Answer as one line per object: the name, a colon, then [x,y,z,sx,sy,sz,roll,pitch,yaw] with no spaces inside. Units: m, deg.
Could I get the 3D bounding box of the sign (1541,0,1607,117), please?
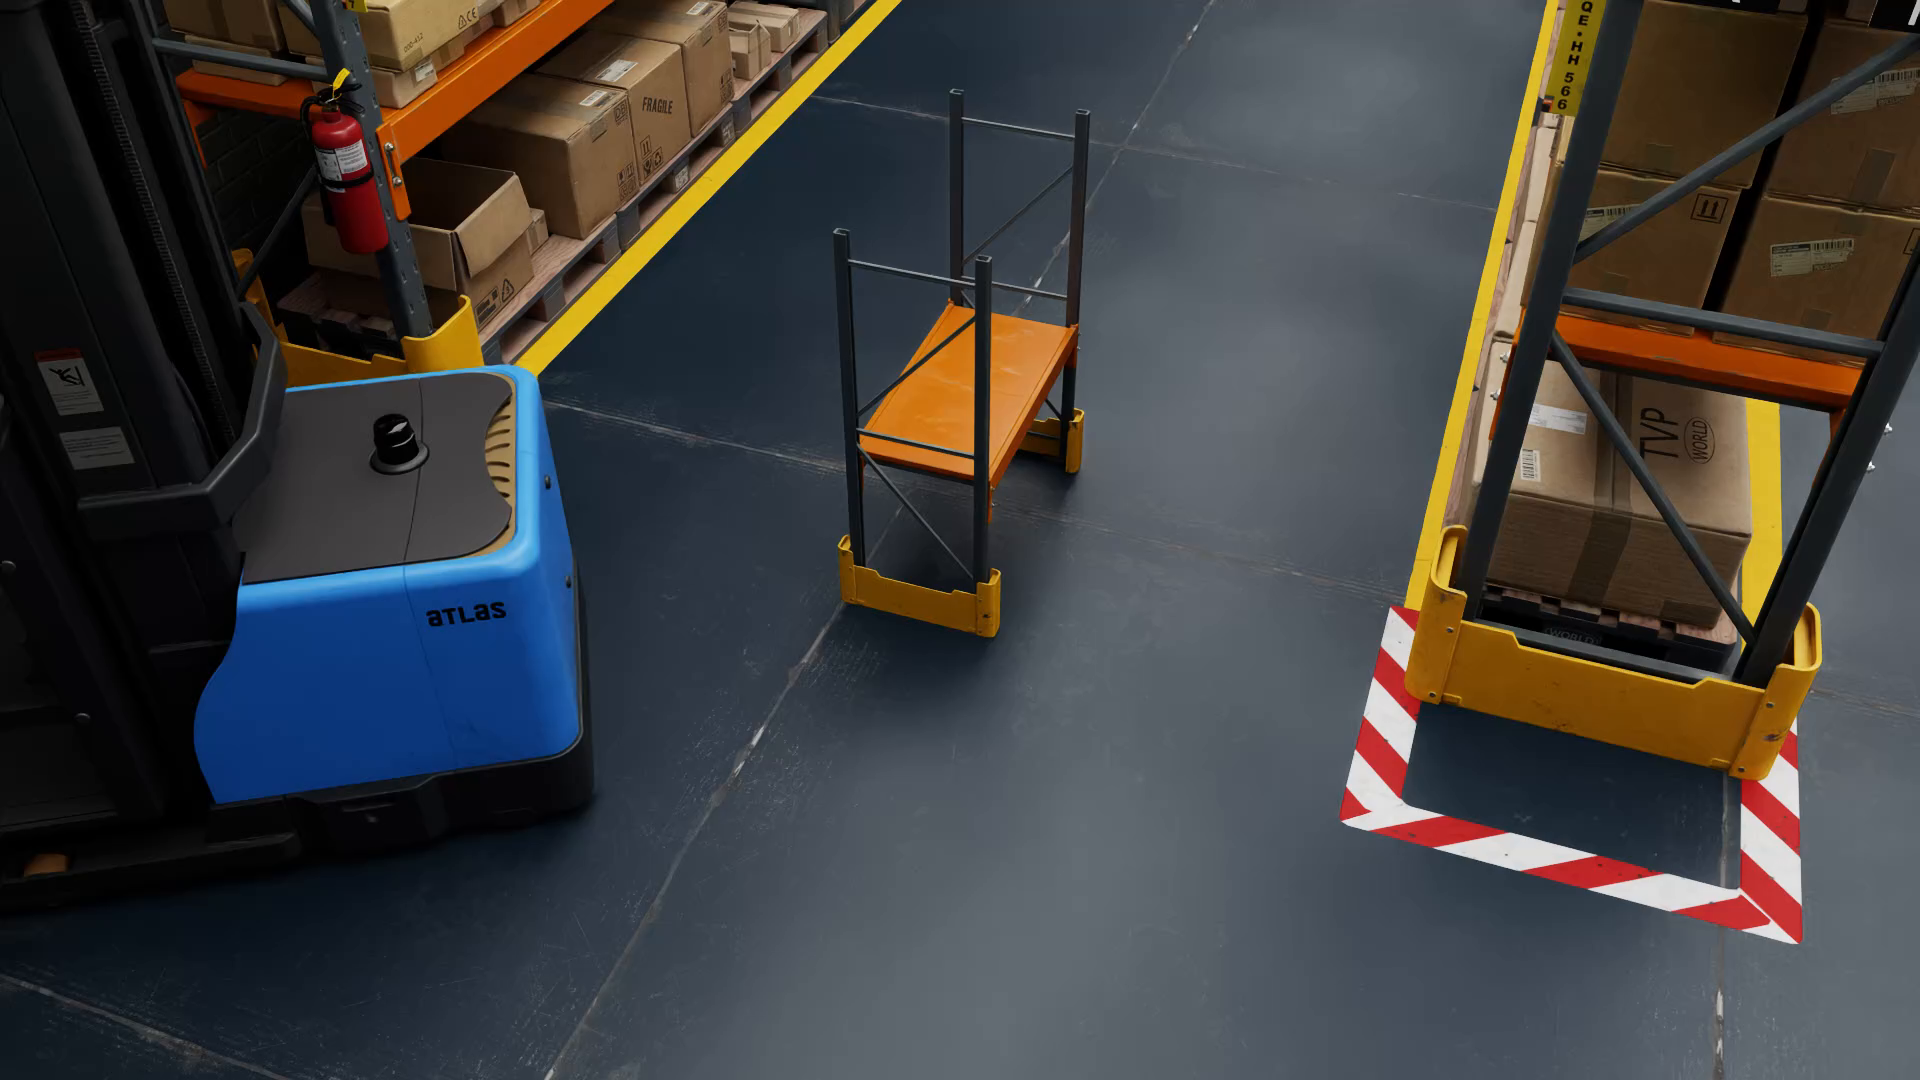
sign: [1.606,-1.263,4.345,0.100,0.325,0.005,13,42,15]

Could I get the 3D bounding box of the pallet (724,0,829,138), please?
pallet: [-1.423,-2.663,9.209,1.003,0.211,1.213,13,42,15]

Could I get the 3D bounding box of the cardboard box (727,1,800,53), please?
cardboard box: [-1.101,-2.813,9.109,0.380,0.149,0.250,12,42,14]

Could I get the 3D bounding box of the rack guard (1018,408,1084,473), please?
rack guard: [0.196,-0.445,6.579,0.587,0.250,0.087,13,42,15]

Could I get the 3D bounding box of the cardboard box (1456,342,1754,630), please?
cardboard box: [2.243,-0.213,5.839,0.875,0.438,0.875,12,42,14]

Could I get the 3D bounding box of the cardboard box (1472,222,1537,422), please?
cardboard box: [2.548,-0.773,6.496,0.875,0.438,0.875,14,43,16]

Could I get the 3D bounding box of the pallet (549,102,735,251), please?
pallet: [-1.838,-1.916,8.334,1.003,0.211,1.213,13,42,15]

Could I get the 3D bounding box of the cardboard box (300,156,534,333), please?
cardboard box: [-2.257,-1.265,7.021,0.797,0.503,0.637,12,42,13]

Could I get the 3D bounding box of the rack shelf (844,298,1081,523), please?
rack shelf: [0.029,-0.486,5.941,0.538,0.185,1.000,13,42,15]

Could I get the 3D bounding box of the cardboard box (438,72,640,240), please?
cardboard box: [-1.928,-1.776,7.623,0.700,0.500,0.500,15,43,17]

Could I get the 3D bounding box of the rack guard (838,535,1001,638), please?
rack guard: [-0.144,0.162,5.867,0.587,0.250,0.087,13,42,15]

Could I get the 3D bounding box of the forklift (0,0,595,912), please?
forklift: [-2.721,-0.372,4.428,3.031,2.935,1.130,-7,41,-9]

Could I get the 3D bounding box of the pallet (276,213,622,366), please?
pallet: [-2.257,-1.175,7.464,1.003,0.211,1.213,13,42,15]

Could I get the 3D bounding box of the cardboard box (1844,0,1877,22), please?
cardboard box: [2.493,-1.424,4.260,0.380,0.149,0.250,14,42,16]

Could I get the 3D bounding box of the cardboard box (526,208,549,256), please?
cardboard box: [-2.075,-1.381,7.430,0.380,0.149,0.250,12,42,13]

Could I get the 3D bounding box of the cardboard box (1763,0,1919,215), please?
cardboard box: [2.543,-1.251,4.558,0.500,0.500,0.500,12,42,14]

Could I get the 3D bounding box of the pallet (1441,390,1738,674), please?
pallet: [2.311,-0.048,6.143,1.003,0.211,1.213,13,42,15]

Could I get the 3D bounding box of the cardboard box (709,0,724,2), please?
cardboard box: [-1.635,-2.929,9.120,0.500,0.311,0.500,15,43,17]

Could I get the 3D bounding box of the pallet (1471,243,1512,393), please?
pallet: [2.730,-0.789,7.012,1.003,0.211,1.213,13,42,15]

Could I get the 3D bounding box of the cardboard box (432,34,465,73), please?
cardboard box: [-2.141,-1.912,6.374,0.380,0.149,0.250,14,43,16]

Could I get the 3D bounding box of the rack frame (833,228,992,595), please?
rack frame: [-0.145,-0.313,5.461,0.500,1.500,0.032,13,42,15]

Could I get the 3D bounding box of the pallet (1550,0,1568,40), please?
pallet: [4.087,-3.216,9.857,1.003,0.211,1.213,13,42,15]

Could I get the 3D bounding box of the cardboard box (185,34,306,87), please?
cardboard box: [-2.694,-1.869,6.323,0.380,0.149,0.250,13,42,15]

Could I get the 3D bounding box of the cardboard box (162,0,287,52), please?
cardboard box: [-2.647,-2.098,6.285,0.500,0.250,0.500,14,43,16]

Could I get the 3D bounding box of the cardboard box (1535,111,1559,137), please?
cardboard box: [3.163,-1.869,7.780,0.875,0.438,0.875,13,42,14]

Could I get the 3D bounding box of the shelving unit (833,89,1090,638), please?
shelving unit: [0.026,-0.617,5.818,0.587,1.500,1.083,13,42,15]

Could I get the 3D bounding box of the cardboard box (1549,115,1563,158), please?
cardboard box: [2.380,-1.613,5.753,0.500,0.500,0.500,14,43,16]

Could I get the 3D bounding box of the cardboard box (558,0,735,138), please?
cardboard box: [-1.573,-2.410,8.366,0.700,0.500,0.500,12,42,13]

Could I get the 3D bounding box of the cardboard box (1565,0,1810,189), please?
cardboard box: [2.052,-1.369,4.696,0.500,0.500,0.500,15,43,16]

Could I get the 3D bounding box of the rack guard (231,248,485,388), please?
rack guard: [-2.529,-0.798,6.800,1.175,0.500,0.348,13,42,15]

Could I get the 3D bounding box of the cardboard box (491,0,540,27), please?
cardboard box: [-1.940,-2.221,6.736,0.380,0.149,0.250,15,43,16]

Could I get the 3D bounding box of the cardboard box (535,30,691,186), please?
cardboard box: [-1.653,-2.077,7.975,0.500,0.500,0.500,14,42,16]

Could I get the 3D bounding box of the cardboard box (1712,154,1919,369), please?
cardboard box: [2.545,-0.871,4.882,0.500,0.500,0.500,13,42,15]

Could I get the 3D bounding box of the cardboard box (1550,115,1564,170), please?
cardboard box: [2.213,-1.297,5.382,0.500,0.500,0.500,12,42,14]

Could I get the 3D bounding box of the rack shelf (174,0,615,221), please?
rack shelf: [-1.871,-2.649,7.598,1.077,0.370,4.000,13,42,15]

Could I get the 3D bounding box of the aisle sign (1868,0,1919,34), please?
aisle sign: [2.359,-1.484,3.676,0.394,0.787,0.004,13,42,15]

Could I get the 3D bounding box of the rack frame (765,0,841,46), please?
rack frame: [-1.187,-4.143,8.794,1.000,3.000,0.127,13,42,15]

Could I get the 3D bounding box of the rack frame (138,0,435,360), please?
rack frame: [-2.555,-1.703,5.935,1.000,3.000,0.127,13,42,15]

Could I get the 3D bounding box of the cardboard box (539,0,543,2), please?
cardboard box: [-1.854,-2.384,6.927,0.380,0.149,0.250,14,42,16]

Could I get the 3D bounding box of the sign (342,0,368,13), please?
sign: [-2.045,-1.912,5.513,0.100,0.325,0.005,13,42,15]

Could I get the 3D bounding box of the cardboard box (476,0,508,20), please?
cardboard box: [-1.974,-2.283,6.502,0.500,0.250,0.500,14,42,16]

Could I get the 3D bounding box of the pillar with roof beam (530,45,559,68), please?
pillar with roof beam: [1.773,-5.245,5.464,9.100,9.000,0.400,13,42,15]

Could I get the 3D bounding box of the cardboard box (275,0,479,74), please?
cardboard box: [-2.146,-1.976,6.141,0.500,0.250,0.500,14,42,15]

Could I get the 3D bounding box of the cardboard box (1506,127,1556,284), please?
cardboard box: [2.858,-1.323,7.140,0.875,0.438,0.875,12,42,14]

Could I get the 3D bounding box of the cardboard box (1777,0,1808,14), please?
cardboard box: [2.046,-1.532,4.387,0.380,0.149,0.250,14,42,16]

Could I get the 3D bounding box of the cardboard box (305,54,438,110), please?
cardboard box: [-2.184,-1.747,6.180,0.380,0.149,0.250,13,42,15]

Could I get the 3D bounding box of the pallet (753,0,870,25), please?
pallet: [-0.944,-3.586,10.291,1.003,0.211,1.213,13,42,15]

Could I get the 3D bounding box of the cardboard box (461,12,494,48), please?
cardboard box: [-2.084,-2.080,6.571,0.380,0.149,0.250,13,42,15]

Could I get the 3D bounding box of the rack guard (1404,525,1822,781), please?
rack guard: [2.103,0.362,5.440,1.175,0.500,0.348,13,42,15]

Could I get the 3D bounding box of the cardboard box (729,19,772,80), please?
cardboard box: [-1.223,-2.639,8.816,0.396,0.266,0.258,15,43,17]

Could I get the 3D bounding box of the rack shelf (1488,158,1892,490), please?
rack shelf: [2.795,-1.550,6.309,1.077,0.370,4.000,13,42,15]

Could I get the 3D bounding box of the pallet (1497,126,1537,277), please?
pallet: [3.145,-1.536,7.888,1.003,0.211,1.213,13,42,15]

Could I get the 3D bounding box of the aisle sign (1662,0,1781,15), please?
aisle sign: [1.795,-1.617,3.832,0.394,0.787,0.004,13,42,15]

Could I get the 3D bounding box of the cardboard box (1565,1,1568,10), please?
cardboard box: [3.917,-3.343,9.171,0.875,0.875,0.875,14,43,16]

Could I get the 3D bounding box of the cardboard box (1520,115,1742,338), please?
cardboard box: [2.027,-0.994,5.027,0.500,0.500,0.500,14,42,15]

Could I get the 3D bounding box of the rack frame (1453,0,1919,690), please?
rack frame: [2.111,-0.603,4.646,1.000,3.000,0.127,13,42,15]

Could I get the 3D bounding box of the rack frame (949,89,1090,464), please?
rack frame: [0.203,-0.933,6.188,0.500,1.500,0.032,13,42,15]

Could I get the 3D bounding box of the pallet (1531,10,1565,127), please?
pallet: [3.672,-2.470,8.982,1.003,0.211,1.213,13,42,15]

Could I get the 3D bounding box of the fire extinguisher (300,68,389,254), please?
fire extinguisher: [-2.171,-1.339,5.856,0.296,0.674,0.183,13,42,15]
